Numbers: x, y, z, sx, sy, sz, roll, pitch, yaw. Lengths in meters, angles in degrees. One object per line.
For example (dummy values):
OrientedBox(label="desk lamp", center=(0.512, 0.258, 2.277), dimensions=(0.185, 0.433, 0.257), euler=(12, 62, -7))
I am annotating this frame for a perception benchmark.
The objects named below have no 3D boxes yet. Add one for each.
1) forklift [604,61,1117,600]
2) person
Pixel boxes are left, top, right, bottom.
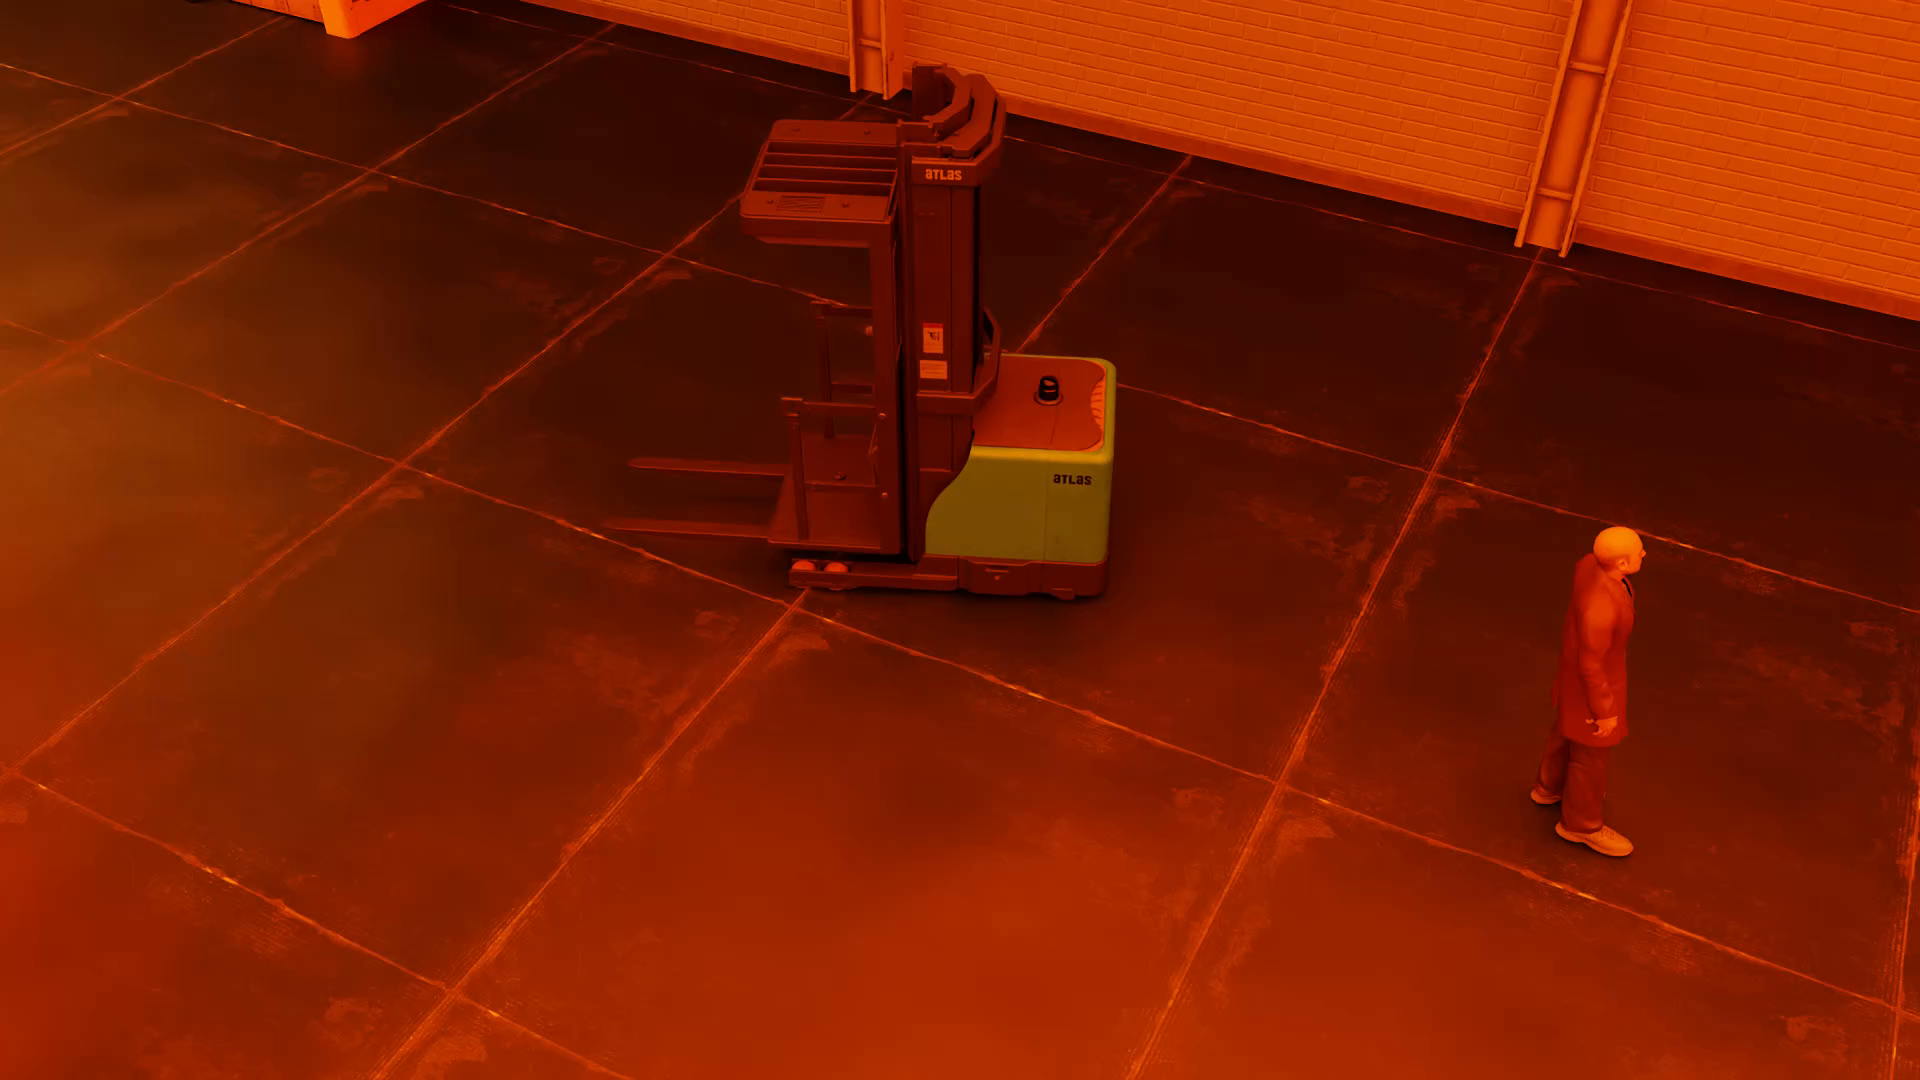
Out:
OrientedBox(label="forklift", center=(-0.606, -1.157, 9.360), dimensions=(3.031, 2.935, 1.130), euler=(3, 40, 4))
OrientedBox(label="person", center=(3.156, 0.686, 8.056), dimensions=(0.579, 1.778, 0.696), euler=(8, 41, 9))
